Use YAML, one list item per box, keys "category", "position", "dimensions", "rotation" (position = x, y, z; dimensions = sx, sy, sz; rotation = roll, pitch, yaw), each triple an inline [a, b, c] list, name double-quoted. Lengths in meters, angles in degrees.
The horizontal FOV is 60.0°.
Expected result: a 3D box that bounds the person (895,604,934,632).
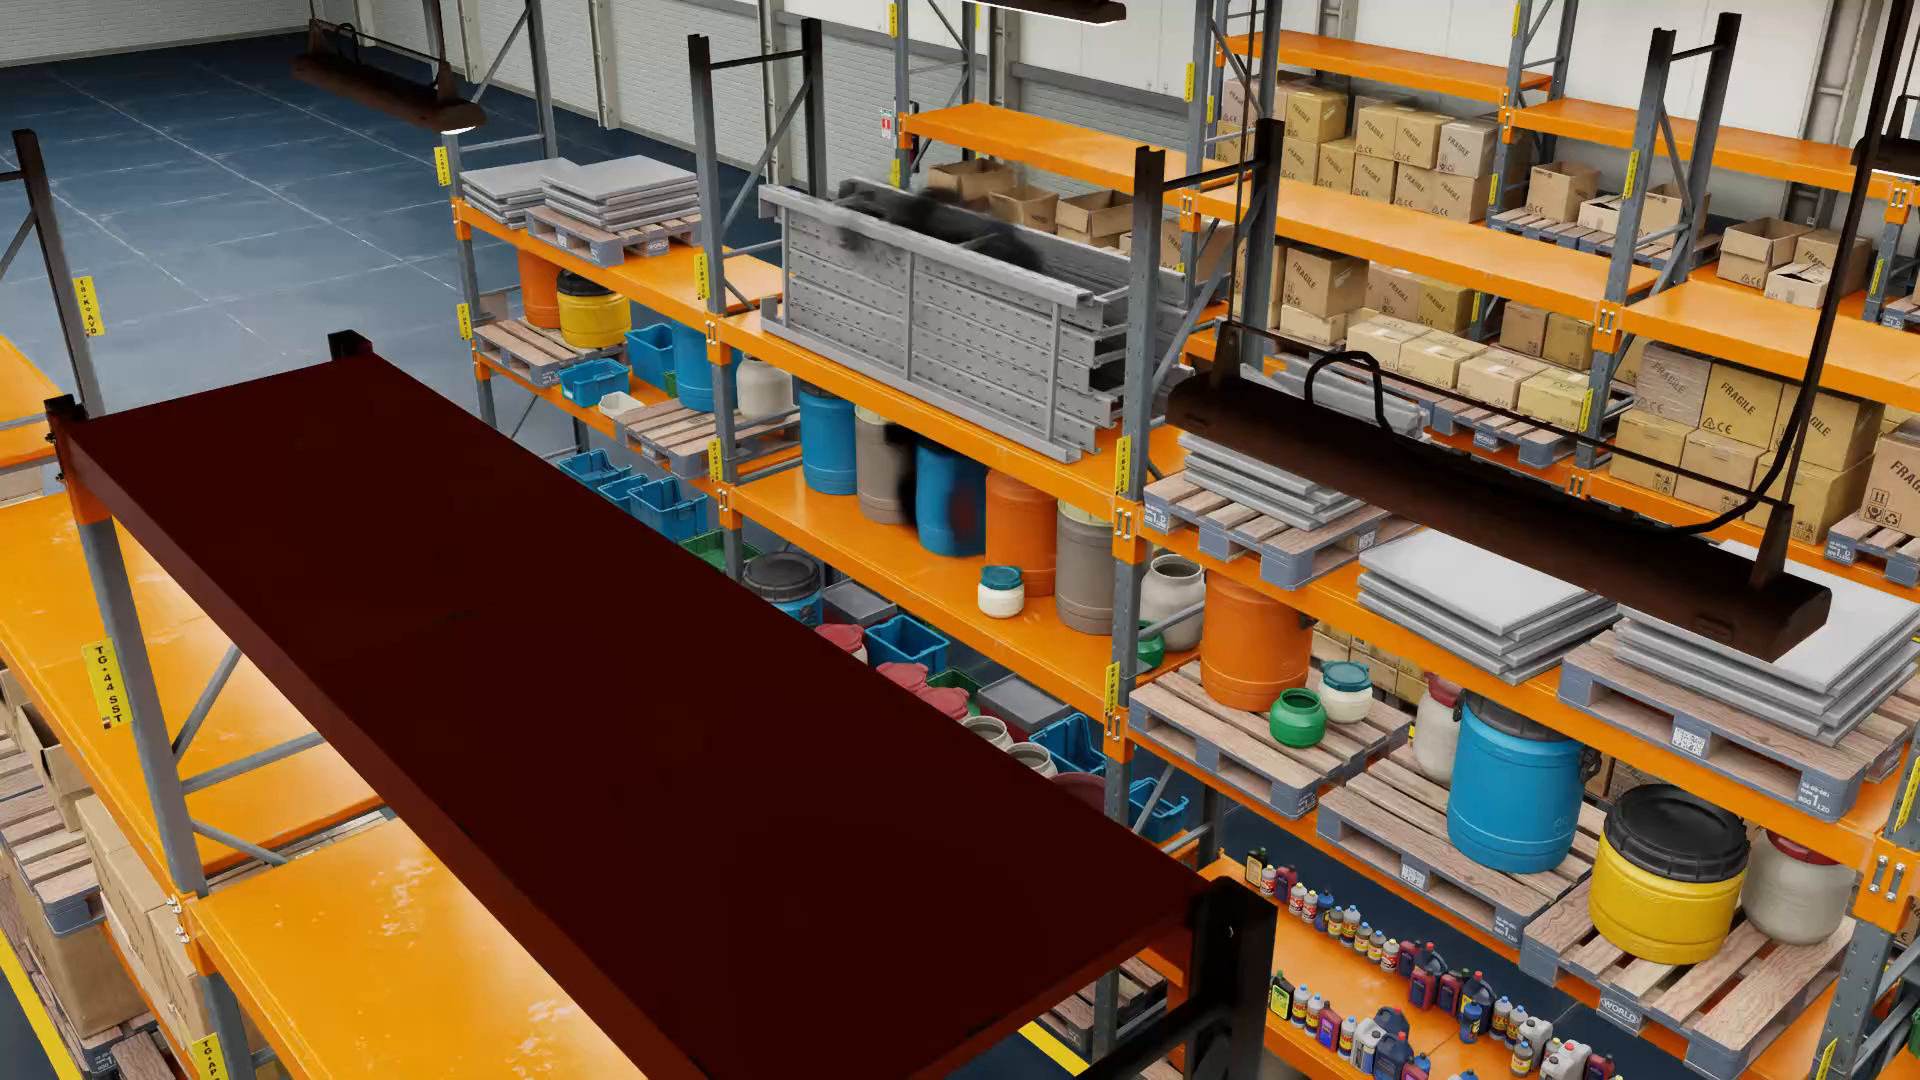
- category: "person"
  position: [-0.540, 0.077, 14.813]
  dimensions: [0.896, 1.798, 0.667]
  rotation: [20, 33, 34]
